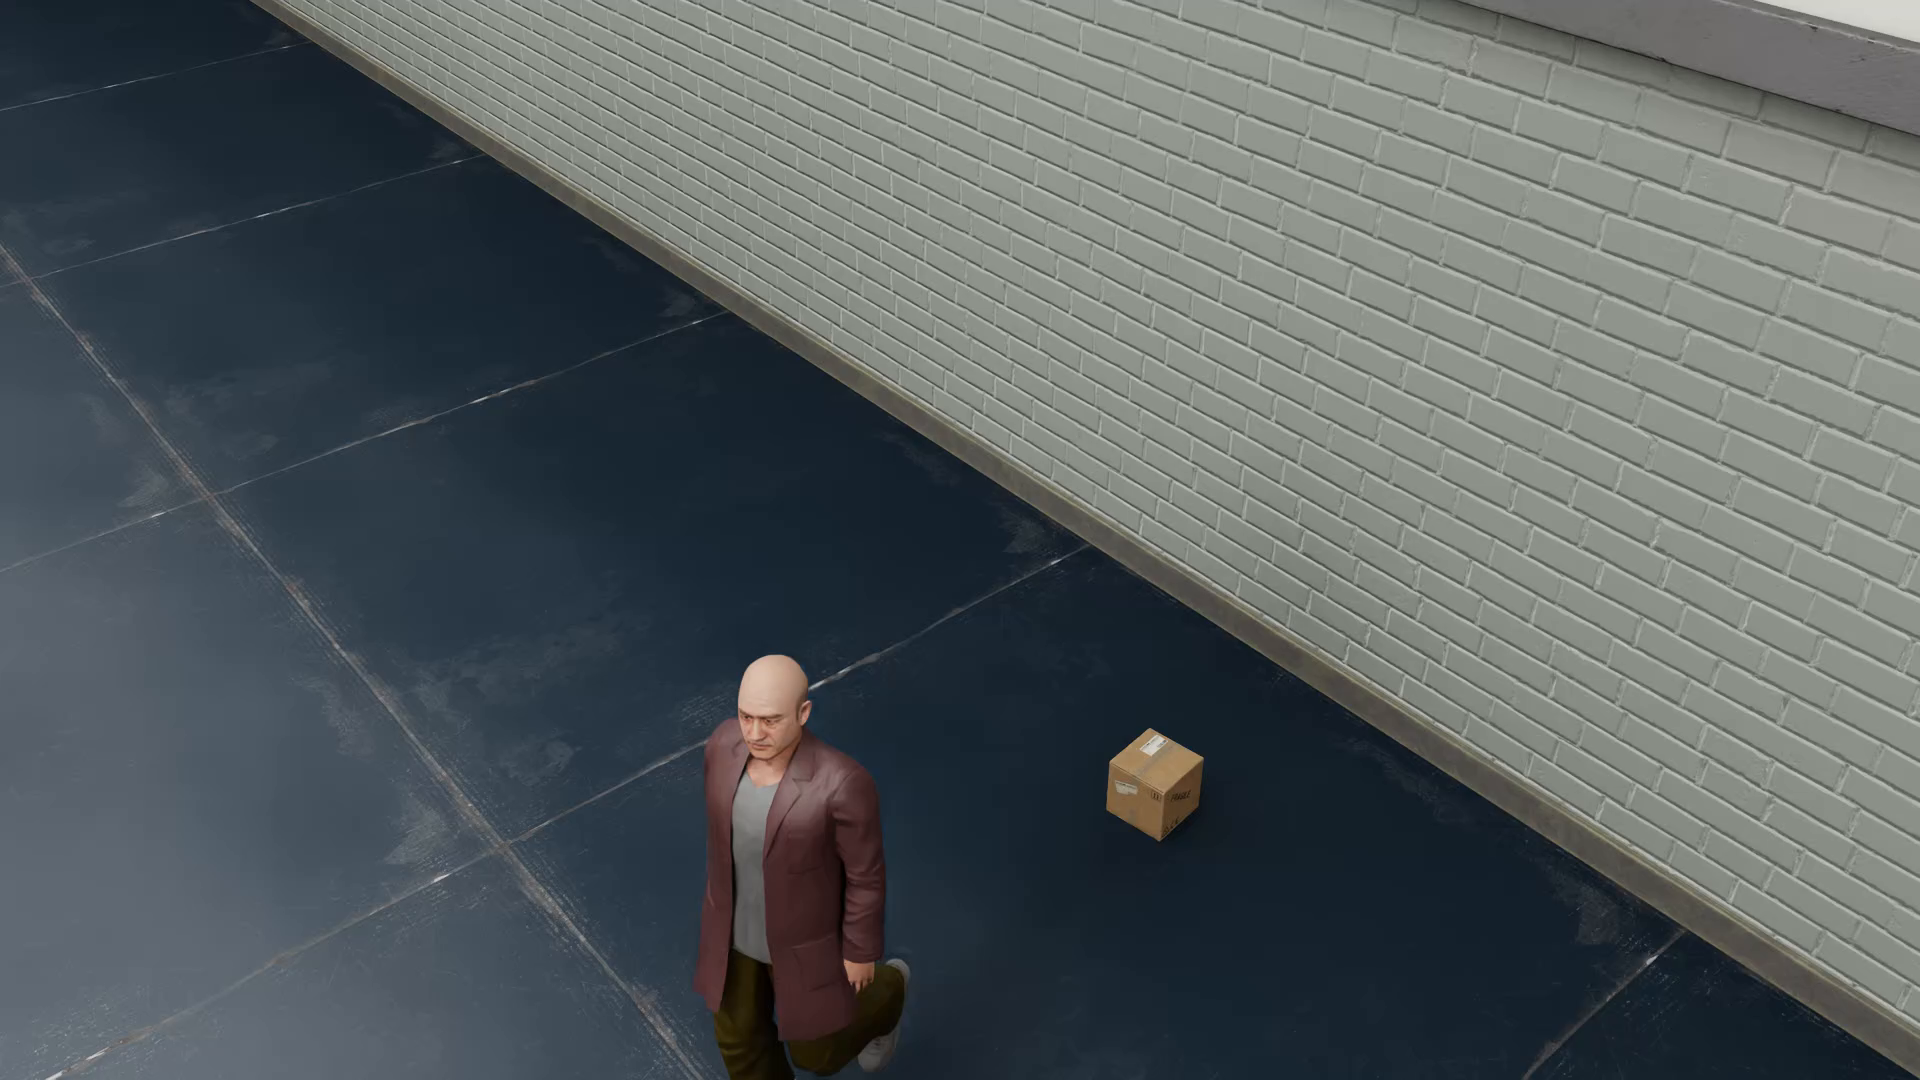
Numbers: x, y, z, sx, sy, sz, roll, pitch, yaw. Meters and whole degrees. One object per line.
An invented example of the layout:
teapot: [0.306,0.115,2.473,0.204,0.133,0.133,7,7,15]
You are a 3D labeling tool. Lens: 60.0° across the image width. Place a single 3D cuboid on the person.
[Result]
person: [-0.467,1.083,4.688,0.602,1.663,0.773,18,39,23]
